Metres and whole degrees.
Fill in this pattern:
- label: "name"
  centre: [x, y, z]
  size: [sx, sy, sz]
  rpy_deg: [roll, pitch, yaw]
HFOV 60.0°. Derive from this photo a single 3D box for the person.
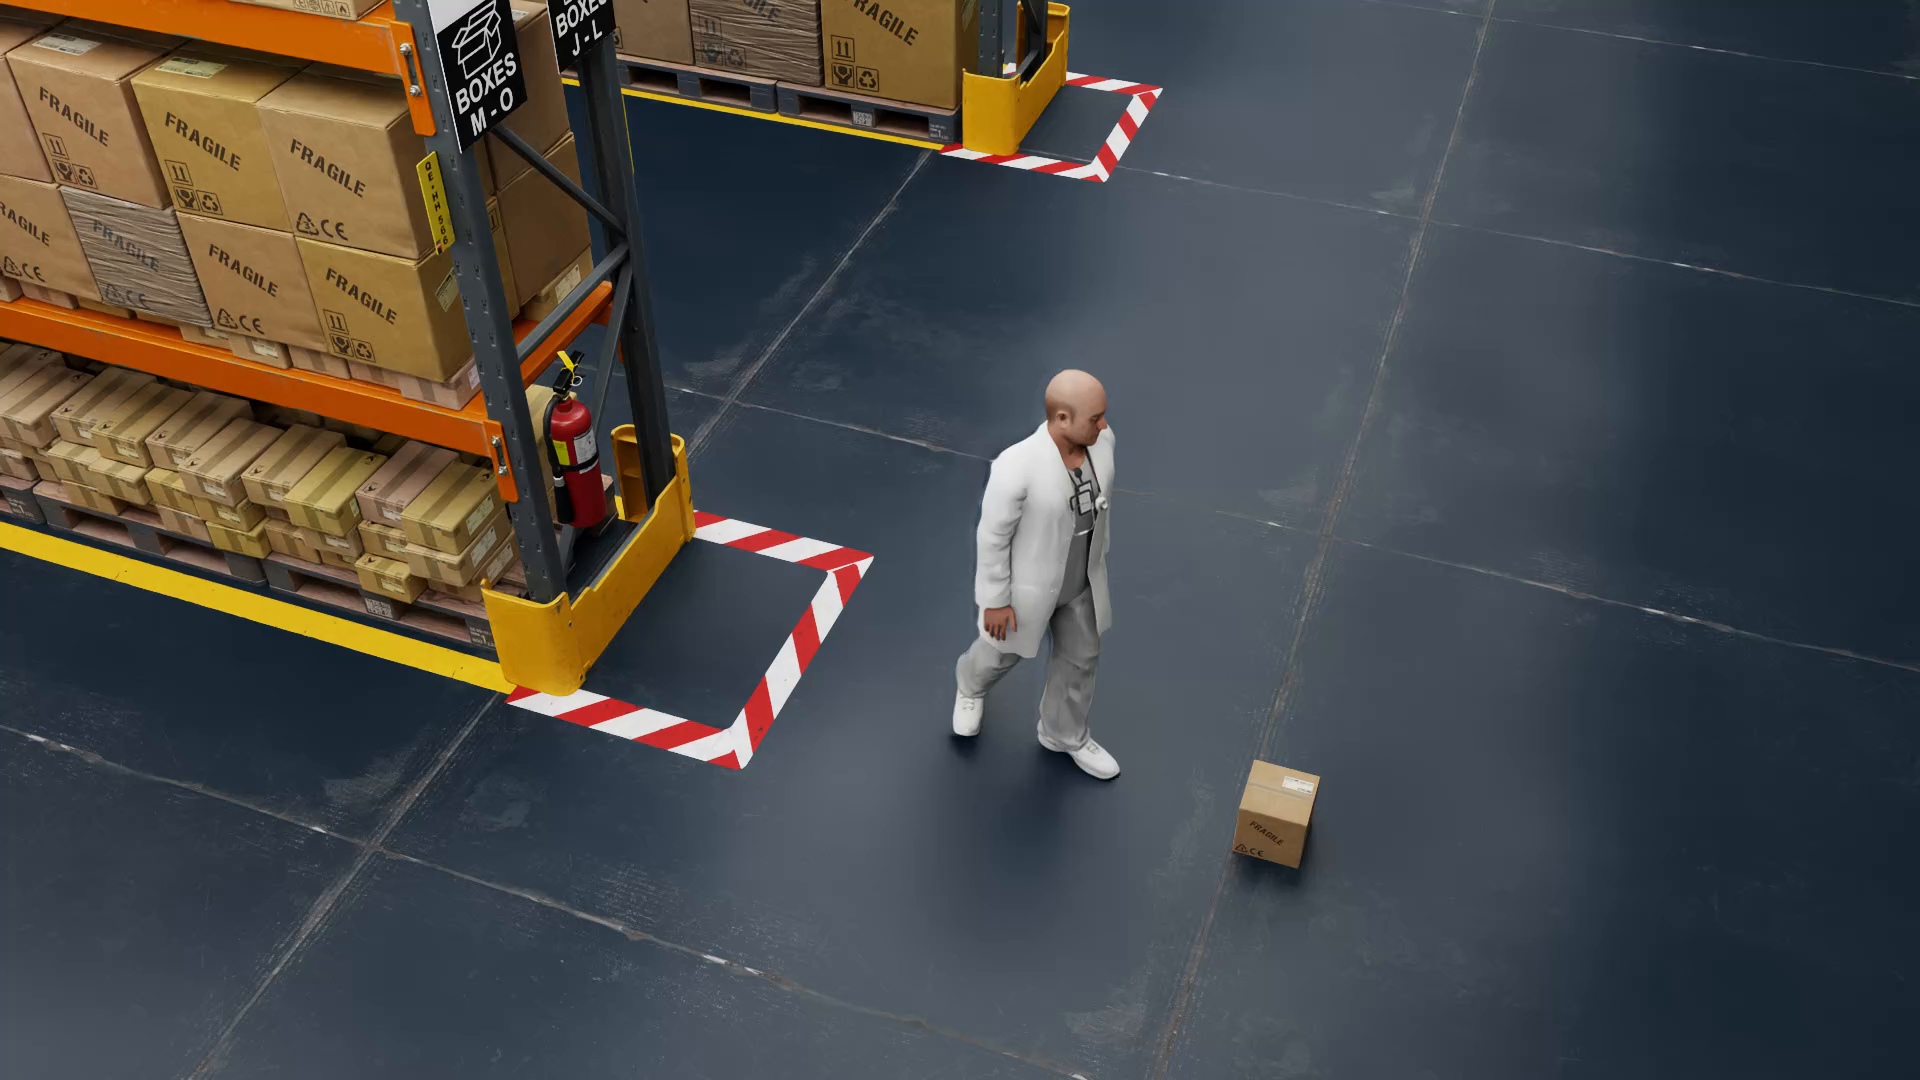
- label: "person"
  centre: [0.312, 0.120, 6.013]
  size: [0.612, 1.774, 0.770]
  rpy_deg: [-26, 47, -27]
